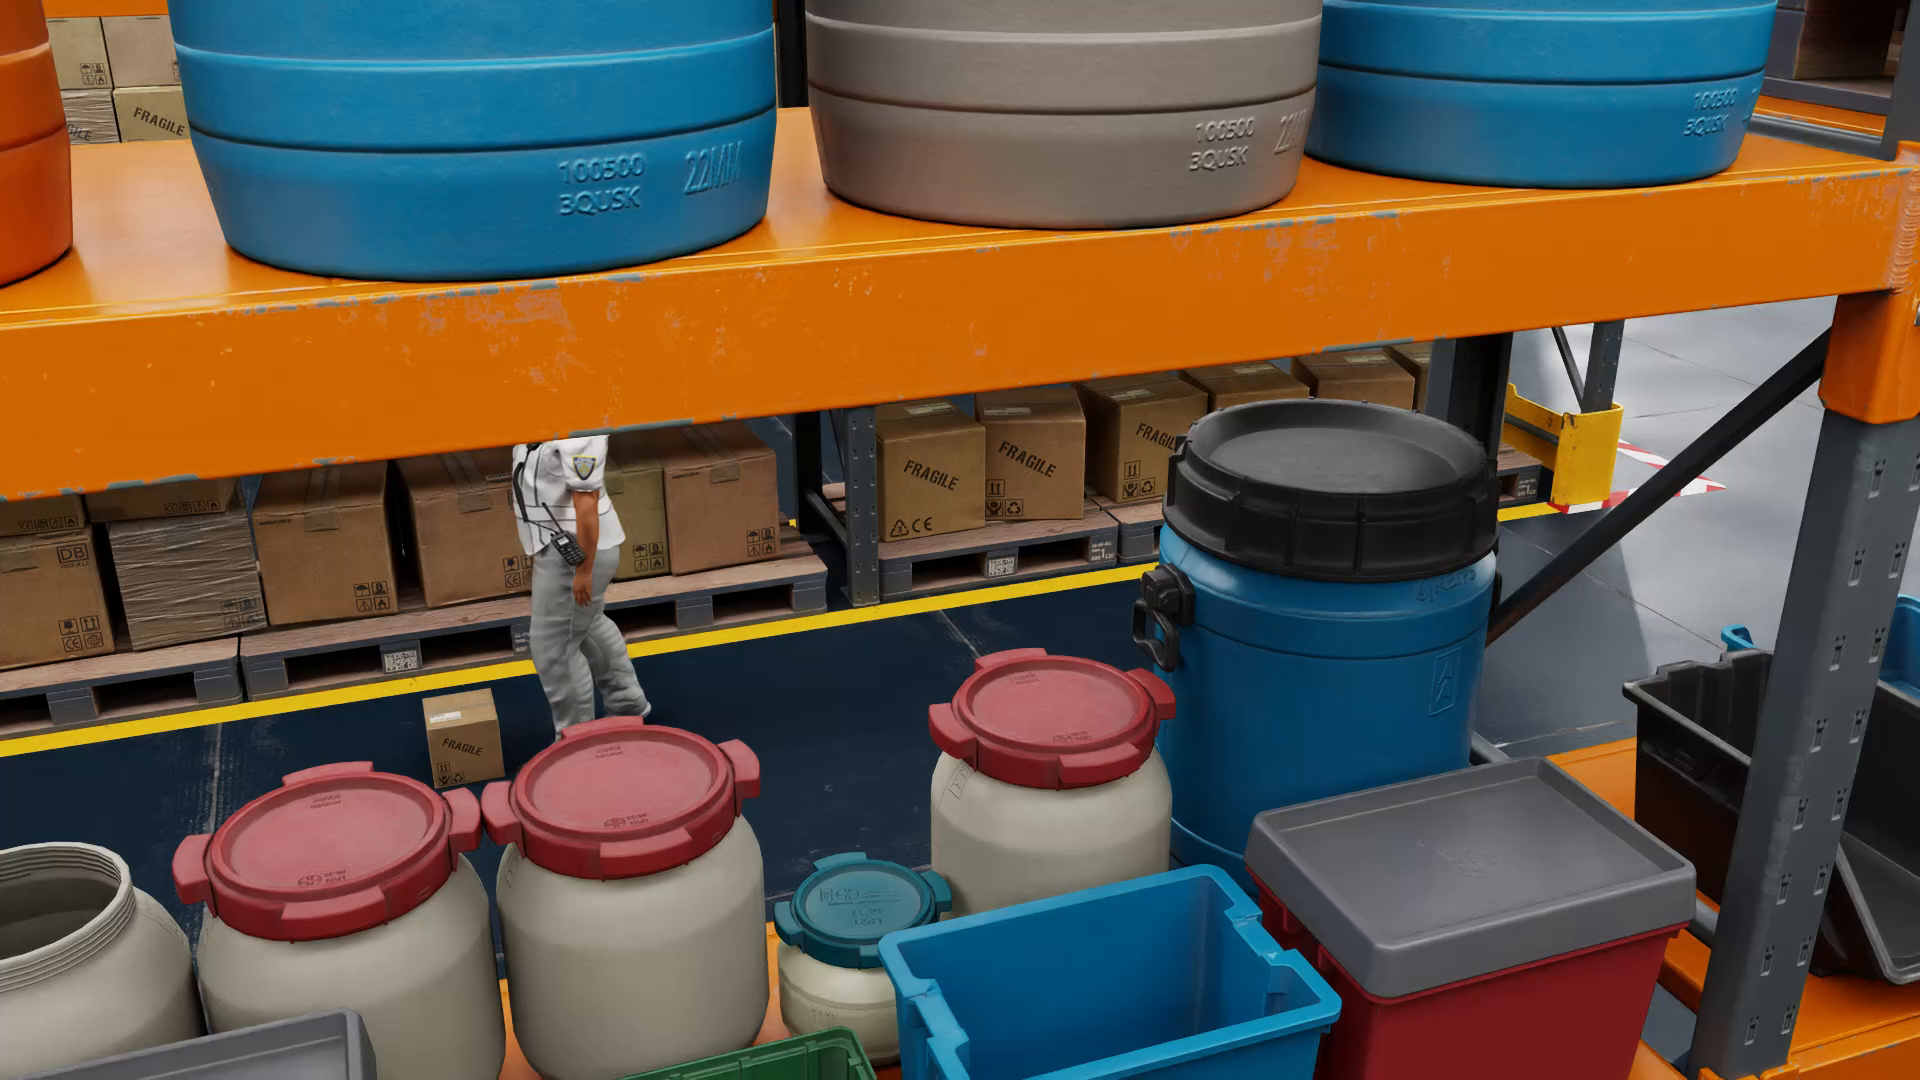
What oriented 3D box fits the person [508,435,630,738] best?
[{"bbox_3d":[-1.419,0.048,6.024,0.379,1.685,0.467,-8,24,-18],"label":"person"}]
